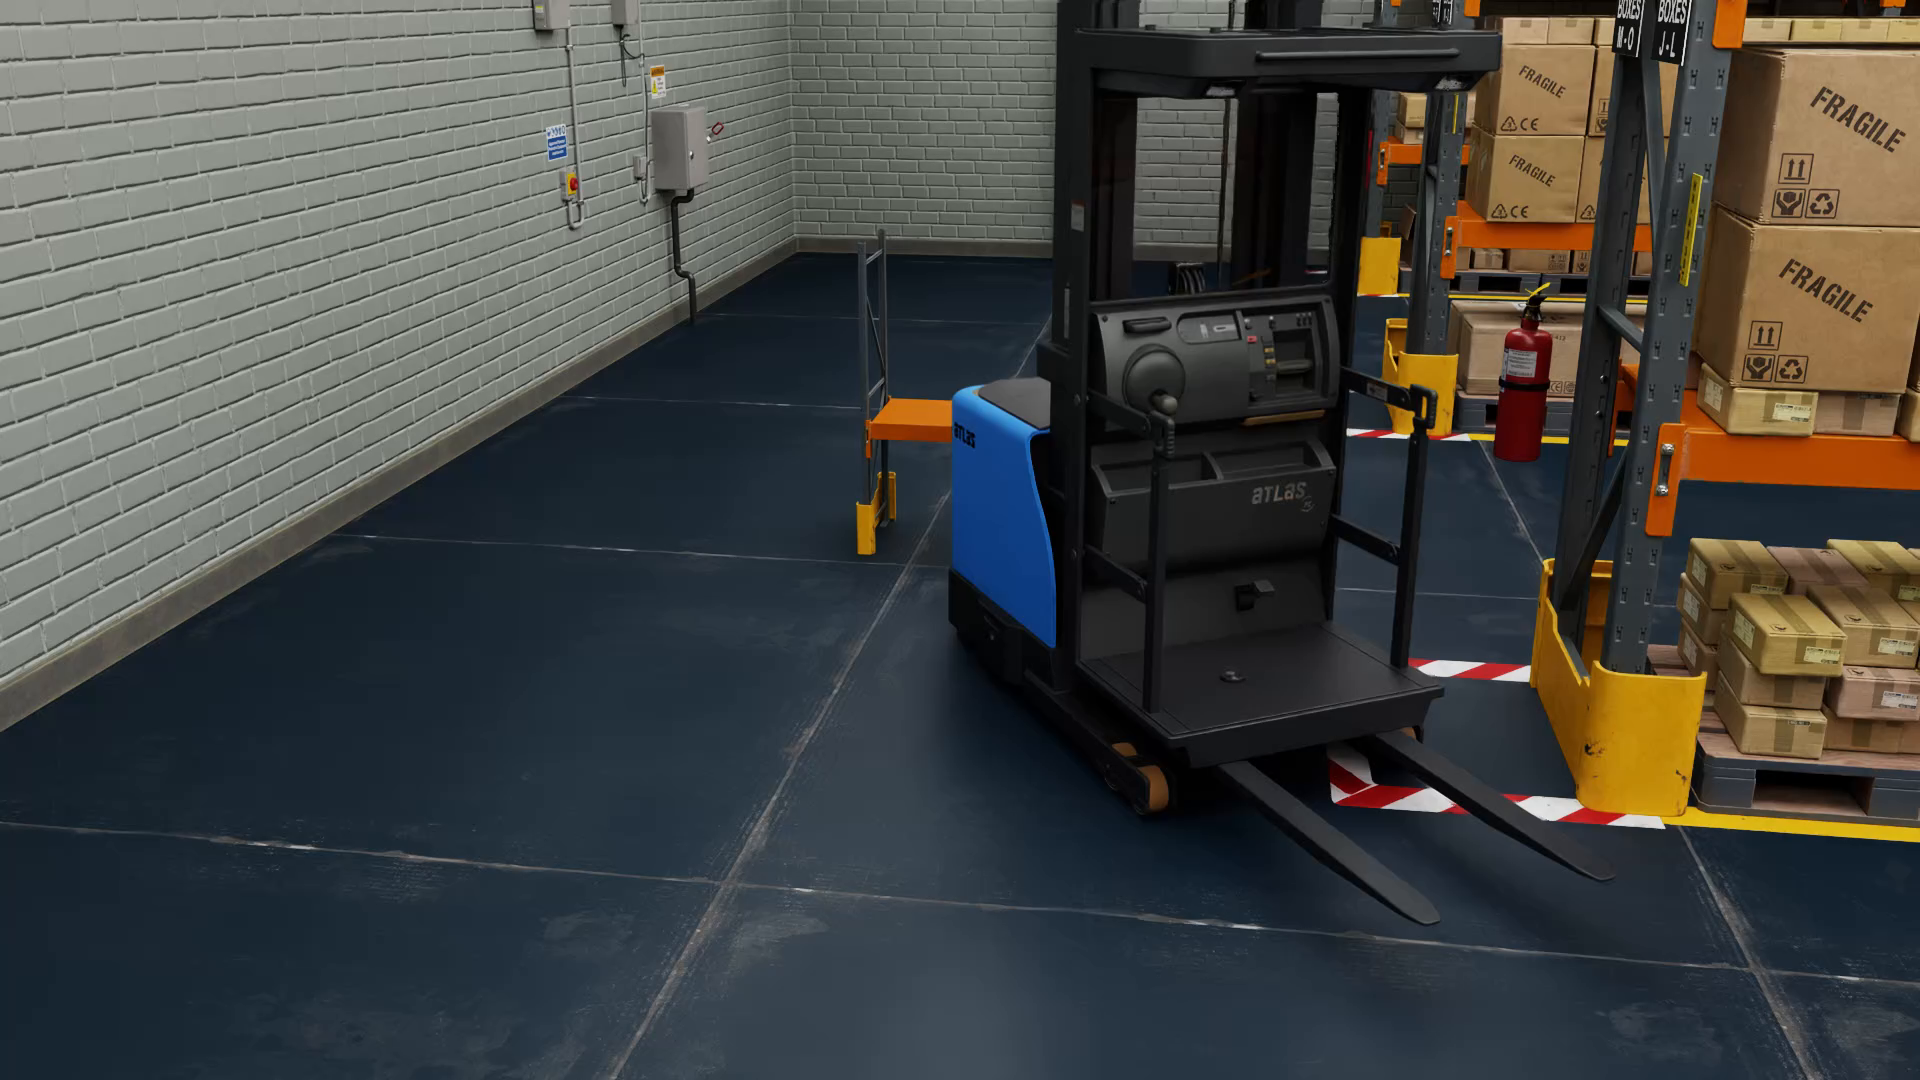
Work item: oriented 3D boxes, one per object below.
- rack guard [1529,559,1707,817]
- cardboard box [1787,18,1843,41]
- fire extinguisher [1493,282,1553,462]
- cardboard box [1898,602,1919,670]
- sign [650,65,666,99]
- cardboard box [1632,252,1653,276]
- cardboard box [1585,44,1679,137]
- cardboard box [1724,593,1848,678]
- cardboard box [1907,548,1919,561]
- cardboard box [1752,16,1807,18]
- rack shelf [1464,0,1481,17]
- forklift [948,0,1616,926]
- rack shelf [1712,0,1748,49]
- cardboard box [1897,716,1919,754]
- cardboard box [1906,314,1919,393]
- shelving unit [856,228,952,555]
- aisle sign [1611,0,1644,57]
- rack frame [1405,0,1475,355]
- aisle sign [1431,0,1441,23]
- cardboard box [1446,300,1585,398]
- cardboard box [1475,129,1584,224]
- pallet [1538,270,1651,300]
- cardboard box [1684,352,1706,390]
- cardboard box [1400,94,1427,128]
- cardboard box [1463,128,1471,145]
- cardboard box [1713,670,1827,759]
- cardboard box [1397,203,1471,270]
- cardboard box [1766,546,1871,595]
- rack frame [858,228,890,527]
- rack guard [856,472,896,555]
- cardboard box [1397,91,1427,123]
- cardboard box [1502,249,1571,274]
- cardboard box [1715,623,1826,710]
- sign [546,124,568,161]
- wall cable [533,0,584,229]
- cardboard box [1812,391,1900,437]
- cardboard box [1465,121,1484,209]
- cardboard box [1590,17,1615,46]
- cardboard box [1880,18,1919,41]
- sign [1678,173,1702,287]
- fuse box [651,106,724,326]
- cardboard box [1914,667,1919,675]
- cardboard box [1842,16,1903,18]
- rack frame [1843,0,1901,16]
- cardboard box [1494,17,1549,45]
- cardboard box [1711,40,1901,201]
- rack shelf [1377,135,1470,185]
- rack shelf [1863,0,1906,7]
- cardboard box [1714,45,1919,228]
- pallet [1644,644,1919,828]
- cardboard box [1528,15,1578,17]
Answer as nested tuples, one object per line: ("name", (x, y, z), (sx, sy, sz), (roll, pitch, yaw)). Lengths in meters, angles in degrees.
("rack guard", (2.354, 0.498, 6.026), (0.348, 0.500, 1.175), (3, 19, 9))
("cardboard box", (4.795, -2.880, 9.428), (0.250, 0.149, 0.380), (2, 19, 7))
("fire extinguisher", (2.103, -0.635, 6.182), (0.183, 0.674, 0.296), (3, 19, 9))
("cardboard box", (3.262, 0.341, 5.449), (0.250, 0.149, 0.380), (3, 19, 9))
("sign", (-2.343, -3.559, 12.911), (0.001, 0.242, 0.339), (3, 19, 9))
("cardboard box", (6.199, -2.648, 14.767), (0.500, 0.500, 0.700), (2, 19, 7))
("cardboard box", (3.904, -2.631, 9.706), (0.500, 0.500, 0.500), (2, 19, 7))
("cardboard box", (2.742, 0.312, 5.535), (0.250, 0.149, 0.380), (2, 19, 6))
("cardboard box", (3.602, 0.164, 5.980), (0.250, 0.149, 0.380), (2, 19, 6))
("cardboard box", (4.875, -3.055, 9.949), (0.250, 0.149, 0.380), (4, 19, 10))
("rack shelf", (4.939, -3.228, 9.628), (4.000, 0.370, 1.077), (3, 19, 9))
("forklift", (0.983, -0.623, 5.547), (1.130, 2.935, 3.031), (-8, 20, -21))
("rack shelf", (4.253, -1.672, 4.978), (4.000, 0.370, 1.077), (3, 19, 9))
("cardboard box", (3.263, 0.586, 5.655), (0.250, 0.149, 0.380), (3, 19, 9))
("cardboard box", (3.210, -0.751, 5.195), (0.500, 0.500, 0.500), (3, 19, 9))
("shelving unit", (0.075, -0.707, 8.054), (1.083, 1.500, 0.587), (3, 19, 9))
("aisle sign", (2.254, -2.021, 5.520), (0.004, 0.787, 0.394), (3, 19, 9))
("rack frame", (2.964, -2.247, 10.291), (0.127, 3.000, 1.000), (3, 19, 9))
("aisle sign", (2.942, -3.580, 10.180), (0.004, 0.787, 0.394), (3, 19, 9))
("cardboard box", (3.631, -1.229, 10.625), (0.875, 0.438, 0.875), (2, 19, 7))
("cardboard box", (3.392, -2.180, 9.934), (0.500, 0.500, 0.500), (3, 19, 8))
("pallet", (5.811, -2.374, 15.065), (1.213, 0.211, 1.003), (3, 19, 9))
("cardboard box", (2.645, -0.644, 5.896), (0.250, 0.149, 0.380), (3, 19, 9))
("cardboard box", (4.153, -3.765, 14.595), (0.500, 0.250, 0.500), (3, 19, 9))
("cardboard box", (4.552, -3.580, 14.671), (0.250, 0.149, 0.380), (3, 19, 8))
("cardboard box", (2.745, 0.588, 5.648), (0.250, 0.149, 0.380), (3, 19, 10))
("cardboard box", (4.336, -2.757, 15.088), (0.637, 0.503, 0.797), (2, 19, 6))
("cardboard box", (3.080, 0.158, 5.998), (0.250, 0.149, 0.380), (3, 19, 10))
("rack frame", (-0.418, -0.733, 8.129), (0.032, 1.500, 0.500), (3, 19, 9))
("rack guard", (-0.416, -0.140, 8.327), (0.087, 0.250, 0.587), (3, 19, 9))
("cardboard box", (4.244, -3.932, 15.095), (0.500, 0.250, 0.500), (3, 19, 10))
("cardboard box", (5.174, -2.700, 14.923), (0.500, 0.500, 0.700), (4, 19, 11))
("cardboard box", (2.755, 0.428, 5.660), (0.250, 0.149, 0.380), (4, 19, 11))
("sign", (-2.675, -2.639, 11.038), (0.001, 0.218, 0.327), (3, 19, 9))
("wall cable", (-2.607, -3.020, 10.951), (0.123, 1.953, 0.585), (3, 19, 9))
("cardboard box", (2.804, -0.453, 5.326), (0.250, 0.149, 0.380), (4, 19, 11))
("cardboard box", (3.482, -2.353, 10.450), (0.500, 0.500, 0.500), (3, 19, 9))
("cardboard box", (3.779, -2.932, 9.582), (0.250, 0.149, 0.380), (4, 19, 10))
("cardboard box", (5.307, -2.875, 9.412), (0.250, 0.149, 0.380), (3, 19, 7))
("sign", (2.193, -0.932, 4.996), (0.005, 0.325, 0.100), (3, 19, 9))
("fuse box", (-2.130, -2.563, 13.267), (0.414, 1.711, 0.539), (3, 19, 9))
("cardboard box", (3.272, 0.444, 5.612), (0.250, 0.149, 0.380), (3, 19, 9))
("cardboard box", (5.374, -3.021, 9.848), (0.250, 0.149, 0.380), (3, 19, 8))
("rack frame", (7.697, -3.601, 14.337), (0.127, 3.000, 1.000), (3, 19, 9))
("cardboard box", (3.271, -2.971, 9.701), (0.250, 0.149, 0.380), (3, 19, 10))
("cardboard box", (2.770, -1.409, 5.583), (0.500, 0.500, 0.500), (3, 19, 8))
("rack shelf", (5.722, -3.360, 14.752), (4.000, 0.370, 1.077), (3, 19, 9))
("rack shelf", (9.672, -4.581, 13.675), (4.000, 0.370, 1.077), (3, 19, 9))
("cardboard box", (2.680, -1.248, 5.103), (0.500, 0.500, 0.500), (3, 19, 8))
("pallet", (3.150, 0.687, 5.917), (1.213, 0.211, 1.003), (3, 19, 9))
("cardboard box", (3.604, -3.115, 10.131), (0.250, 0.149, 0.380), (3, 19, 10))
